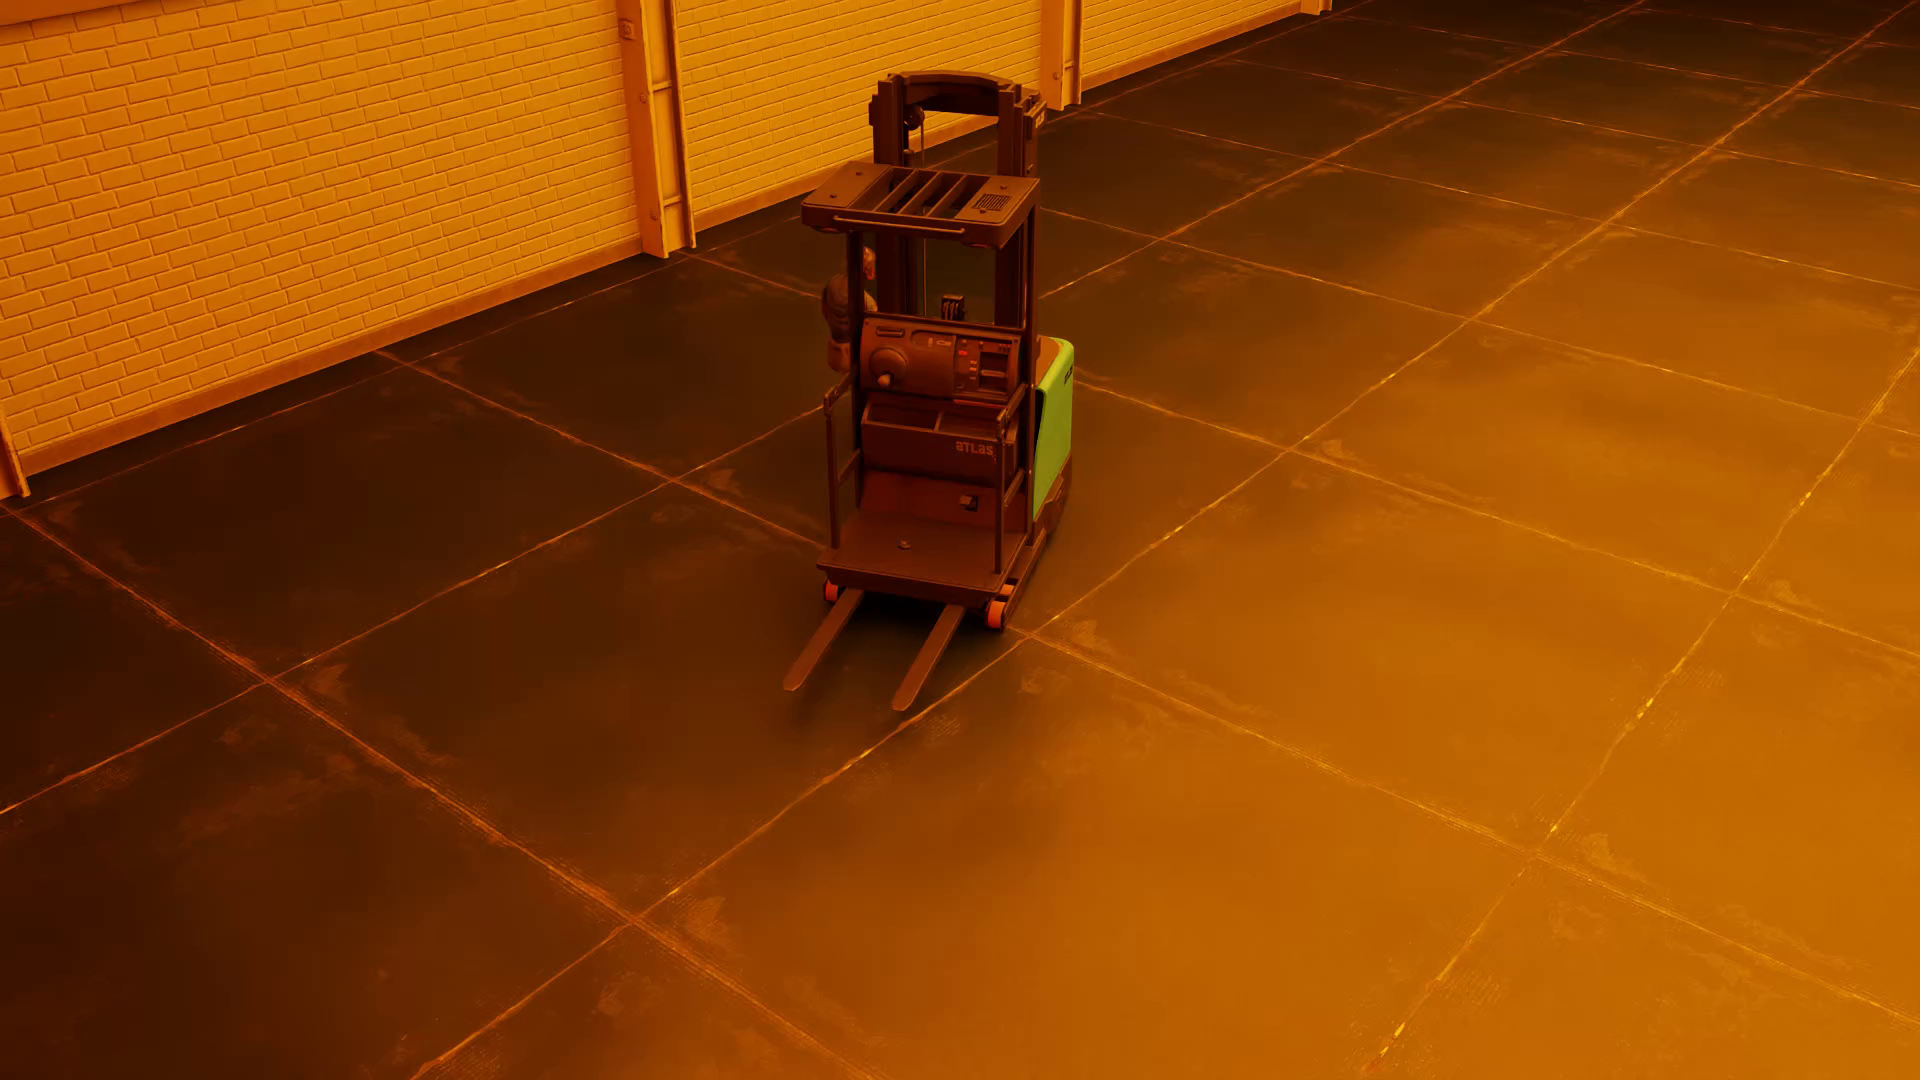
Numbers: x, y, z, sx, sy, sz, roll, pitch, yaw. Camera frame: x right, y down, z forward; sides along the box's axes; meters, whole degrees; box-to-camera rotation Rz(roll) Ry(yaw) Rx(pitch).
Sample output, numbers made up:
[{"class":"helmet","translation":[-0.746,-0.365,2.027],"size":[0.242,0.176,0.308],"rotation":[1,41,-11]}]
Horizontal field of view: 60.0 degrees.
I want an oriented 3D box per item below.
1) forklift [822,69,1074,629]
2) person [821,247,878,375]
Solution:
[{"class":"forklift","translation":[-0.176,-0.972,9.258],"size":[1.130,2.935,3.031],"rotation":[9,31,14]},{"class":"person","translation":[-0.510,-1.361,11.521],"size":[0.846,1.436,0.686],"rotation":[-16,34,-26]}]
